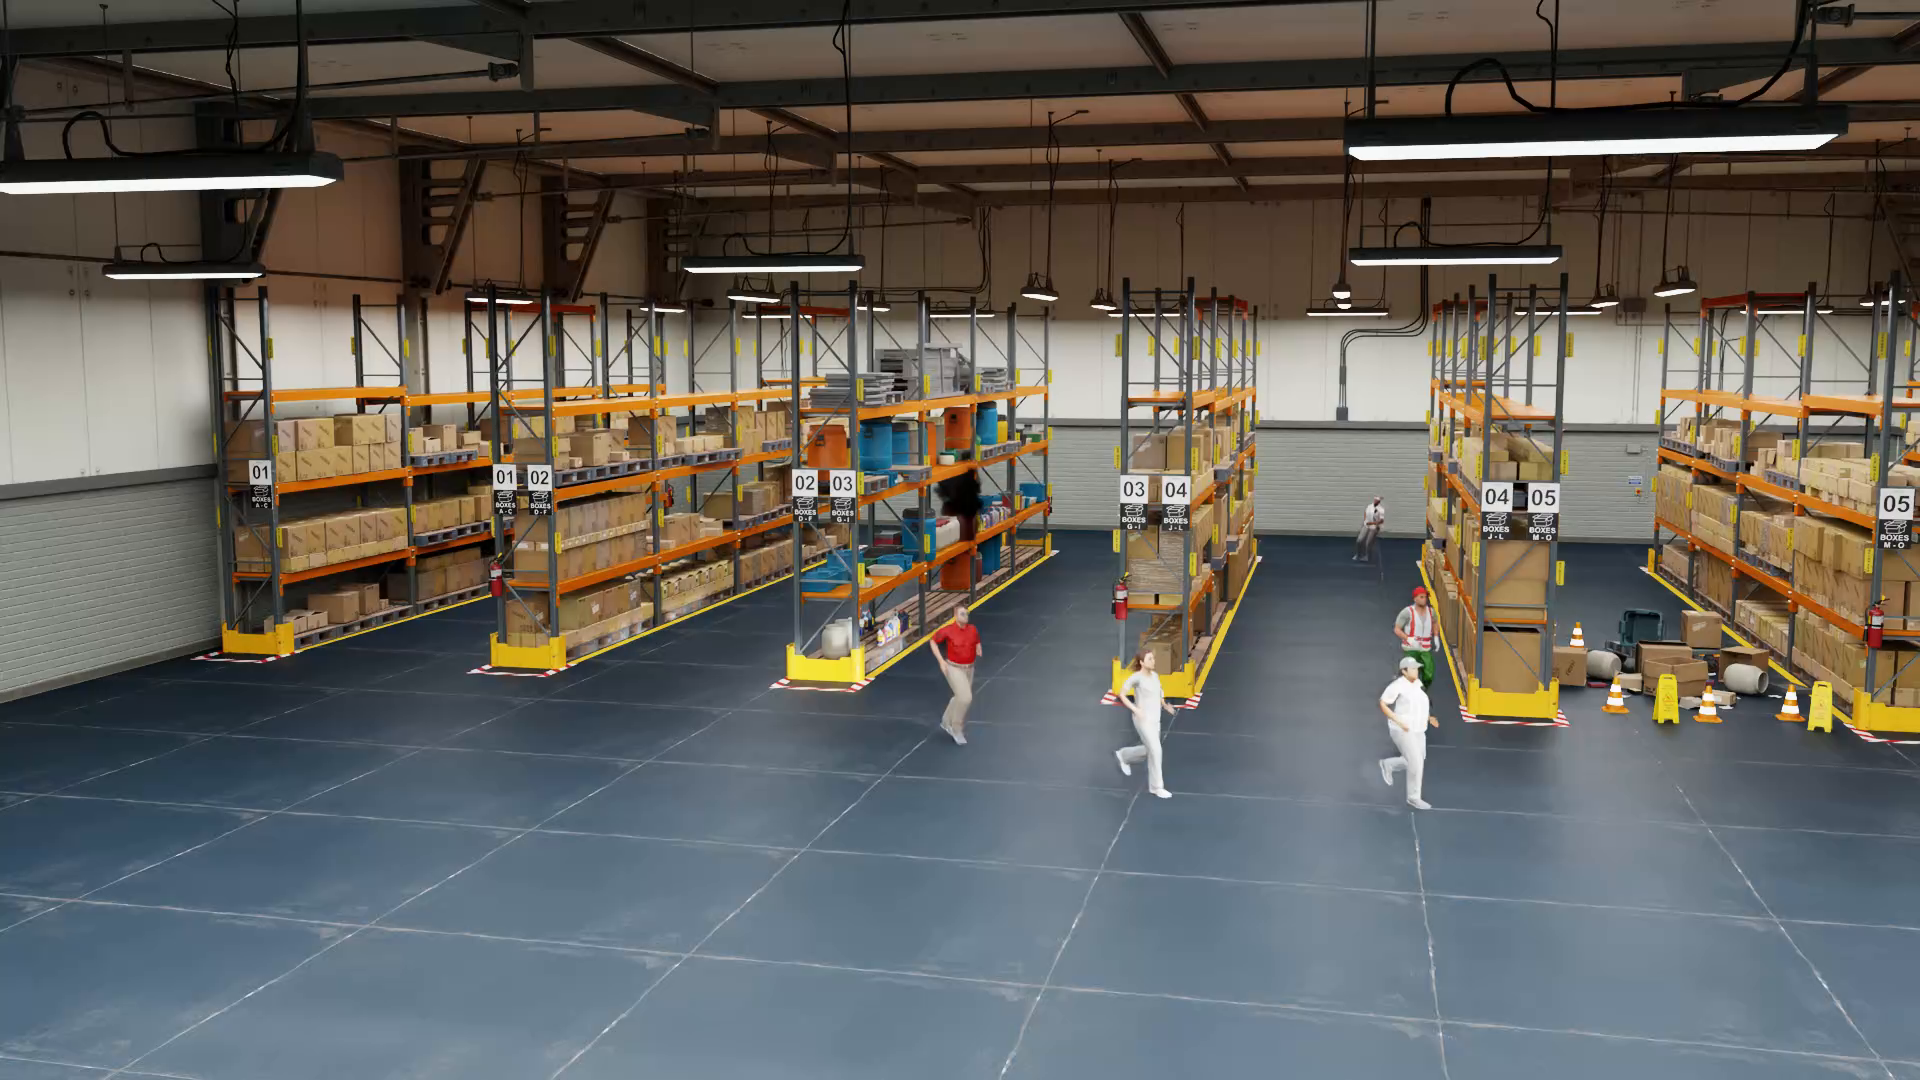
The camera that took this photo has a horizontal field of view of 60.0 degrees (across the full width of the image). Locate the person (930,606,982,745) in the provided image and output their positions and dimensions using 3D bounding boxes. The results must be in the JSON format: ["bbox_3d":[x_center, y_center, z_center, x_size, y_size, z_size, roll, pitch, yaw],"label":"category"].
[{"bbox_3d":[0.003,1.720,21.294,0.638,1.784,0.749,-6,9,-43],"label":"person"}]

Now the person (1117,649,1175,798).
[{"bbox_3d":[2.065,2.043,18.807,0.818,1.660,0.566,6,9,44],"label":"person"}]

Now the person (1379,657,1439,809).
[{"bbox_3d":[4.908,2.103,18.375,0.607,1.651,0.745,-5,9,-39],"label":"person"}]

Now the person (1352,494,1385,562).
[{"bbox_3d":[9.596,-0.275,39.012,0.766,1.634,0.637,6,9,42],"label":"person"}]

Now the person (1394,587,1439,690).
[{"bbox_3d":[6.300,1.520,22.771,0.713,1.771,0.580,-1,7,-9],"label":"person"}]
